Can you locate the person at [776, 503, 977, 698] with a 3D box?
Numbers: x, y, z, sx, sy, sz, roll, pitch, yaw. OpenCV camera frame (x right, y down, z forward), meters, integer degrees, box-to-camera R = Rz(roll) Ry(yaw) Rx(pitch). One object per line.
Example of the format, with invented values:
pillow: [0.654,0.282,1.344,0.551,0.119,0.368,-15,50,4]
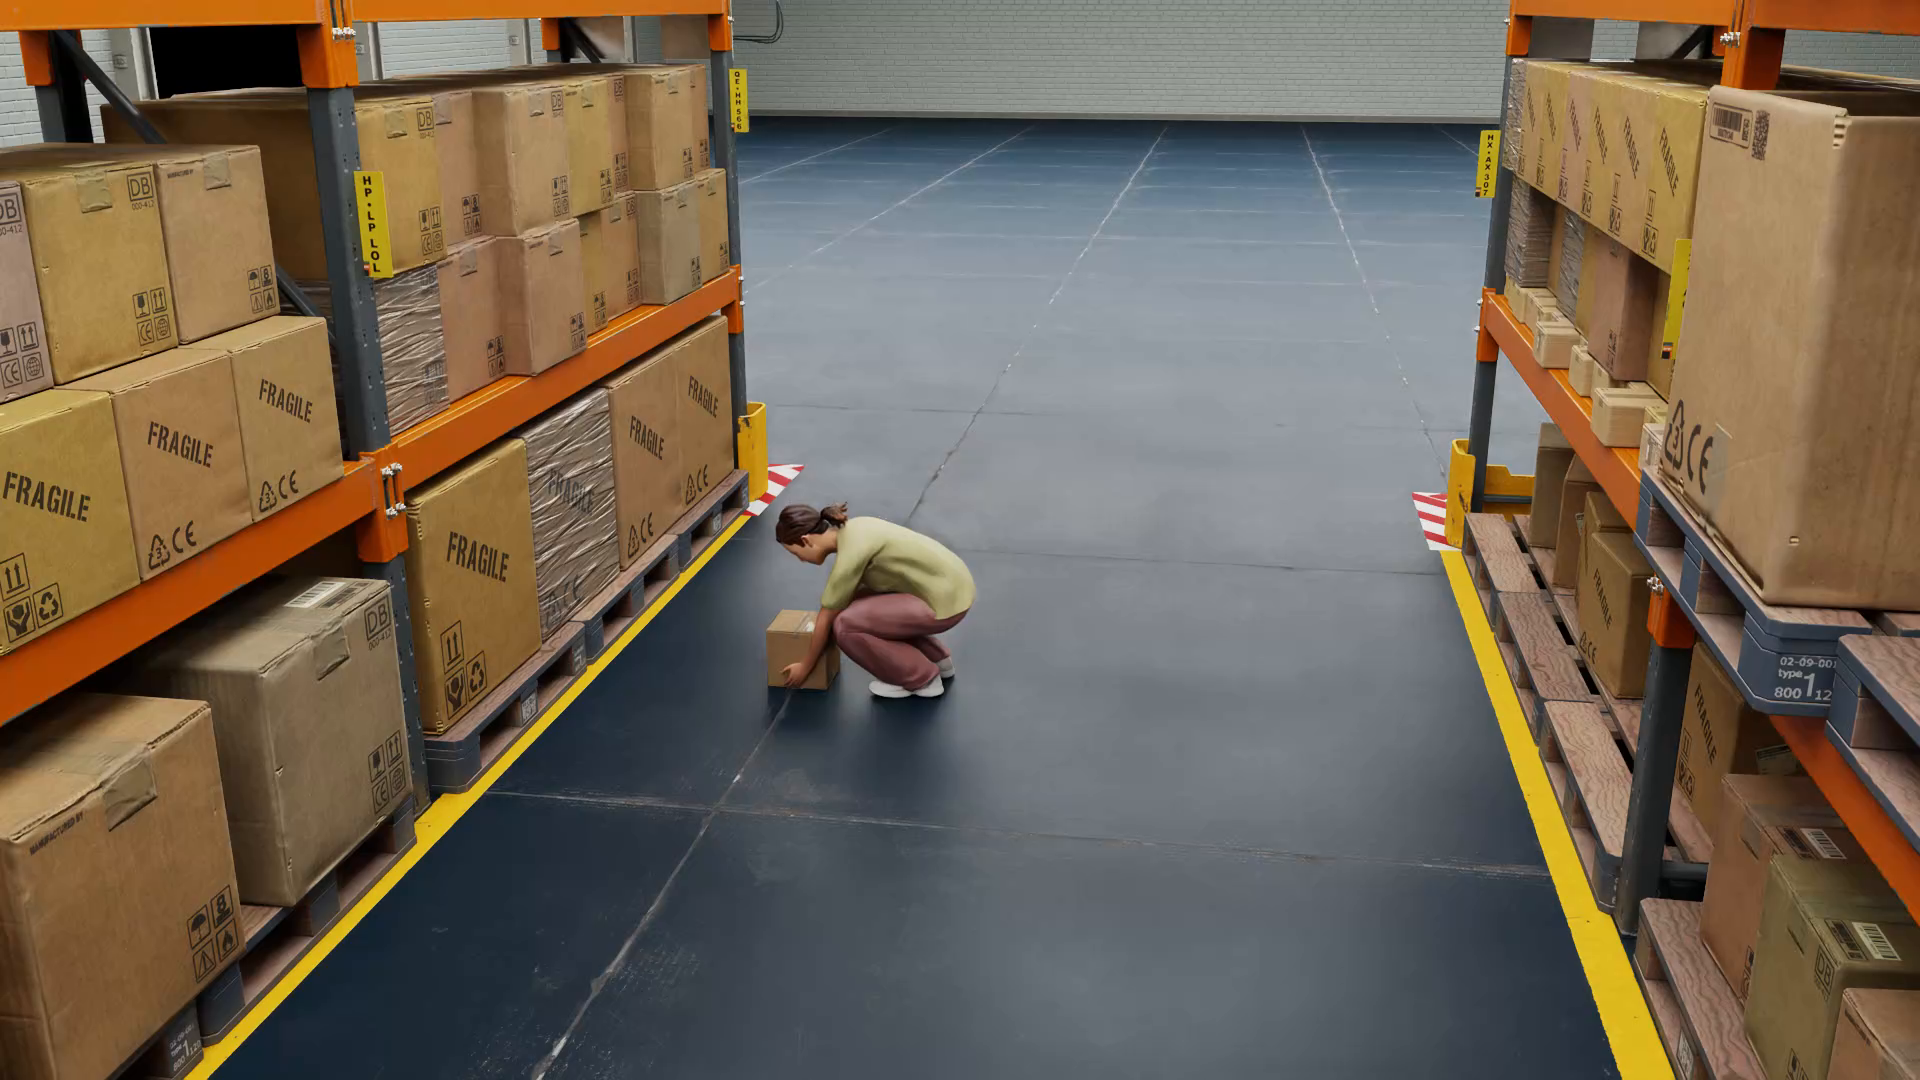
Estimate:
person: [-0.341,0.233,6.821,0.810,0.796,0.477,3,18,9]
